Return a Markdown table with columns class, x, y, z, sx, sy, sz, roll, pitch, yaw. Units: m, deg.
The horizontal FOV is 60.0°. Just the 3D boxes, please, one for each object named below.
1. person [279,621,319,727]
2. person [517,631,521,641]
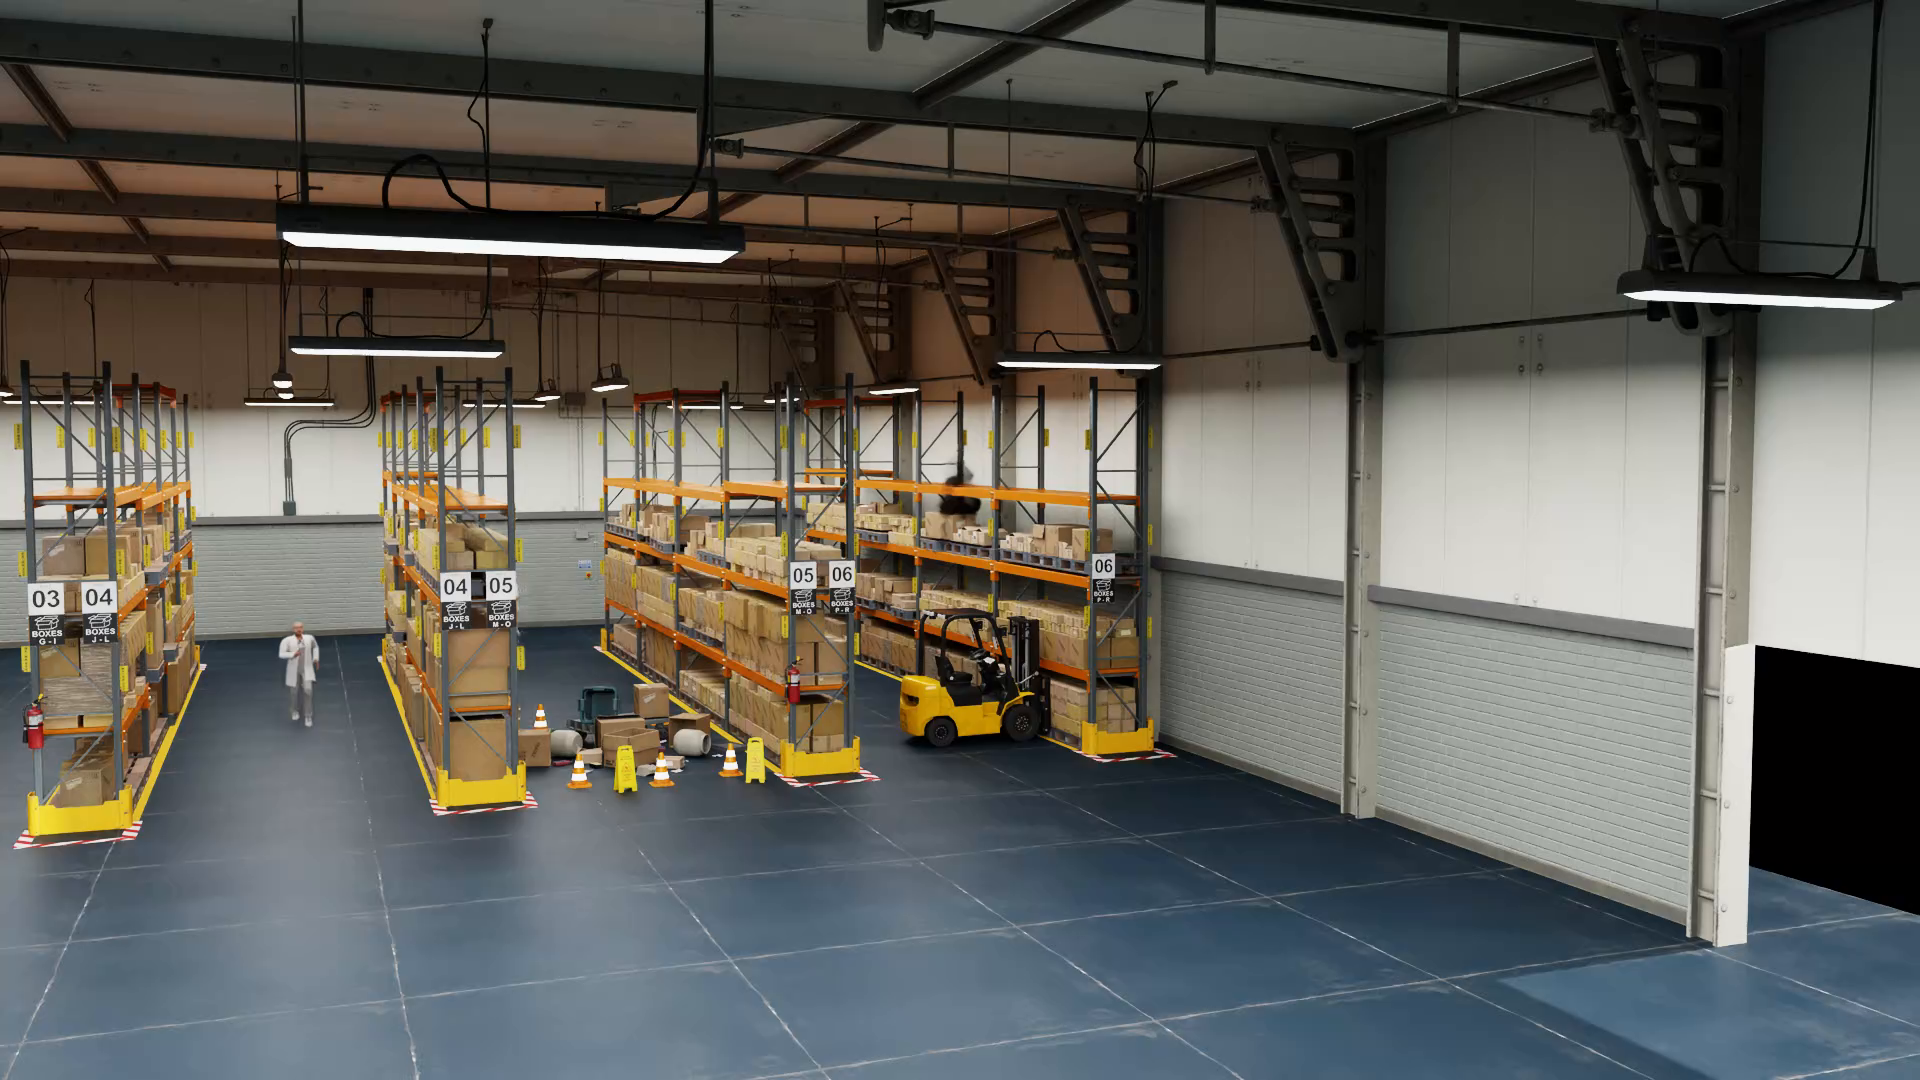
| class | x | y | z | sx | sy | sz | roll | pitch | yaw |
| --- | --- | --- | --- | --- | --- | --- | --- | --- | --- |
| person | -11.627 | 2.349 | 29.278 | 0.677 | 1.846 | 0.866 | -2 | 4 | -27 |
| person | -10.868 | 1.738 | 39.928 | 0.635 | 1.766 | 0.658 | -1 | 4 | -14 |
